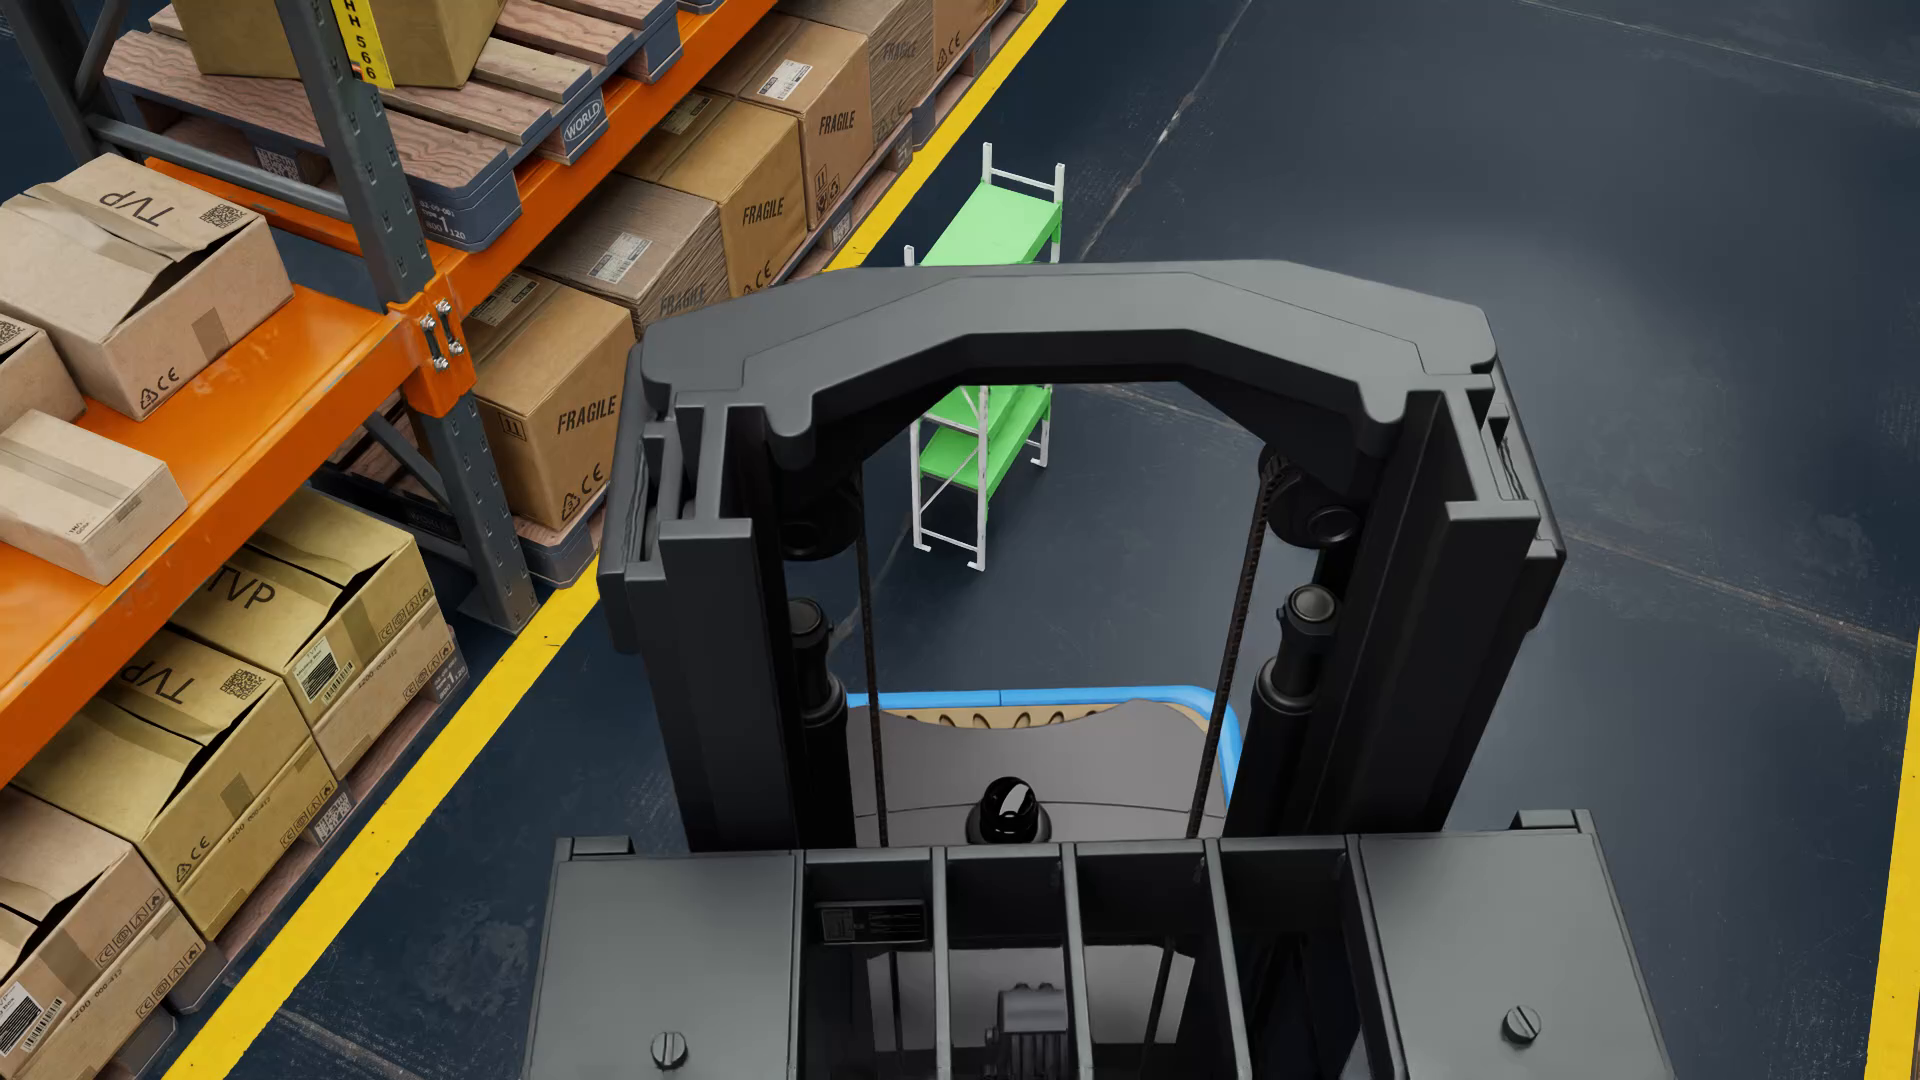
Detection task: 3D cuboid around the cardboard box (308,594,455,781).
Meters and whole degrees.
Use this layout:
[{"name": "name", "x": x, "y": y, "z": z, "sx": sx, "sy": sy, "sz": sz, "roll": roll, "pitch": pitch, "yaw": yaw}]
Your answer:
[{"name": "cardboard box", "x": -1.761, "y": 0.311, "z": 4.545, "sx": 0.500, "sy": 0.250, "sz": 0.500, "roll": 21, "pitch": 53, "yaw": 17}]

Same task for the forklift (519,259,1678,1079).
[{"name": "forklift", "x": 0.131, "y": 1.192, "z": 2.311, "sx": 1.130, "sy": 2.935, "sz": 3.031, "roll": -1, "pitch": 50, "yaw": -1}]

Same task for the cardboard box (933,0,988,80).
[{"name": "cardboard box", "x": -0.218, "y": -2.201, "z": 6.506, "sx": 0.500, "sy": 0.500, "sz": 0.500, "roll": 20, "pitch": 52, "yaw": 16}]

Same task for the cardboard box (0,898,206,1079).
[{"name": "cardboard box", "x": -2.195, "y": 1.013, "z": 3.948, "sx": 0.500, "sy": 0.250, "sz": 0.500, "roll": 21, "pitch": 53, "yaw": 17}]

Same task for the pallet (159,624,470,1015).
[{"name": "pallet", "x": -2.143, "y": 0.573, "z": 4.624, "sx": 1.003, "sy": 0.211, "sz": 1.213, "roll": 20, "pitch": 52, "yaw": 16}]

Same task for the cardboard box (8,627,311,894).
[{"name": "cardboard box", "x": -1.974, "y": 0.489, "z": 4.026, "sx": 0.500, "sy": 0.311, "sz": 0.500, "roll": 19, "pitch": 52, "yaw": 16}]

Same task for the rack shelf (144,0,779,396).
[{"name": "rack shelf", "x": -0.902, "y": -2.029, "z": 5.480, "sx": 1.077, "sy": 0.370, "sz": 4.000, "roll": 20, "pitch": 52, "yaw": 16}]

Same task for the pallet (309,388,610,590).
[{"name": "pallet", "x": -1.403, "y": -0.483, "z": 5.523, "sx": 1.003, "sy": 0.211, "sz": 1.213, "roll": 20, "pitch": 52, "yaw": 16}]

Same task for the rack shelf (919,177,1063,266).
[{"name": "rack shelf", "x": 0.071, "y": -0.772, "z": 4.573, "sx": 0.258, "sy": 0.148, "sz": 0.480, "roll": 20, "pitch": 52, "yaw": 16}]

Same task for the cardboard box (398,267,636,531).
[{"name": "cardboard box", "x": -1.303, "y": -0.438, "z": 5.006, "sx": 0.500, "sy": 0.500, "sz": 0.500, "roll": 22, "pitch": 53, "yaw": 18}]

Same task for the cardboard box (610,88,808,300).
[{"name": "cardboard box", "x": -0.866, "y": -1.144, "z": 5.606, "sx": 0.500, "sy": 0.500, "sz": 0.500, "roll": 19, "pitch": 52, "yaw": 16}]

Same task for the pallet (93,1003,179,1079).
[{"name": "pallet", "x": -2.666, "y": 1.410, "z": 3.912, "sx": 1.003, "sy": 0.211, "sz": 1.213, "roll": 20, "pitch": 52, "yaw": 16}]

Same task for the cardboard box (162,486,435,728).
[{"name": "cardboard box", "x": -1.757, "y": 0.129, "z": 4.332, "sx": 0.500, "sy": 0.311, "sz": 0.500, "roll": 21, "pitch": 53, "yaw": 17}]

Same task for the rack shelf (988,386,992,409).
[{"name": "rack shelf", "x": 0.071, "y": -0.617, "z": 4.756, "sx": 0.258, "sy": 0.148, "sz": 0.480, "roll": 20, "pitch": 52, "yaw": 16}]

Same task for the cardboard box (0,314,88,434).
[{"name": "cardboard box", "x": -2.314, "y": -0.303, "z": 3.597, "sx": 0.500, "sy": 0.311, "sz": 0.500, "roll": 19, "pitch": 52, "yaw": 16}]

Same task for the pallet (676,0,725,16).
[{"name": "pallet", "x": -0.930, "y": -2.164, "z": 5.248, "sx": 1.003, "sy": 0.211, "sz": 1.213, "roll": 20, "pitch": 52, "yaw": 16}]

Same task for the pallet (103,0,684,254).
[{"name": "pallet", "x": -1.530, "y": -1.313, "z": 4.523, "sx": 1.213, "sy": 0.211, "sz": 1.003, "roll": 20, "pitch": 52, "yaw": 16}]

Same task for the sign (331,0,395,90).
[{"name": "sign", "x": -1.253, "y": -1.082, "z": 3.441, "sx": 0.100, "sy": 0.325, "sz": 0.005, "roll": 20, "pitch": 52, "yaw": 16}]

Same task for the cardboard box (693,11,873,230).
[{"name": "cardboard box", "x": -0.648, "y": -1.505, "z": 5.914, "sx": 0.500, "sy": 0.500, "sz": 0.500, "roll": 18, "pitch": 52, "yaw": 15}]

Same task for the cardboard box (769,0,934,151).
[{"name": "cardboard box", "x": -0.433, "y": -1.856, "z": 6.212, "sx": 0.500, "sy": 0.500, "sz": 0.500, "roll": 20, "pitch": 53, "yaw": 17}]

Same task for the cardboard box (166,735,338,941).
[{"name": "cardboard box", "x": -1.978, "y": 0.668, "z": 4.242, "sx": 0.500, "sy": 0.250, "sz": 0.500, "roll": 19, "pitch": 52, "yaw": 16}]

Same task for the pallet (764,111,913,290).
[{"name": "pallet", "x": -0.881, "y": -1.320, "z": 6.235, "sx": 1.003, "sy": 0.211, "sz": 1.213, "roll": 20, "pitch": 52, "yaw": 16}]

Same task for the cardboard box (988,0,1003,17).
[{"name": "cardboard box", "x": 0.001, "y": -2.539, "z": 6.793, "sx": 0.500, "sy": 0.500, "sz": 0.500, "roll": 20, "pitch": 52, "yaw": 16}]

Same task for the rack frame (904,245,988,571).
[{"name": "rack frame", "x": -0.034, "y": -0.335, "z": 4.747, "sx": 0.240, "sy": 1.200, "sz": 0.015, "roll": 20, "pitch": 52, "yaw": 16}]

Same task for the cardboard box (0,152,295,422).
[{"name": "cardboard box", "x": -1.951, "y": -0.620, "z": 3.867, "sx": 0.500, "sy": 0.311, "sz": 0.500, "roll": 23, "pitch": 53, "yaw": 18}]

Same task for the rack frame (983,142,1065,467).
[{"name": "rack frame", "x": 0.175, "y": -0.671, "z": 5.033, "sx": 0.240, "sy": 1.200, "sz": 0.015, "roll": 20, "pitch": 52, "yaw": 16}]

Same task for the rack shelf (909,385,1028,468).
[{"name": "rack shelf", "x": 0.071, "y": -0.461, "z": 4.939, "sx": 0.258, "sy": 0.148, "sz": 0.480, "roll": 20, "pitch": 52, "yaw": 16}]

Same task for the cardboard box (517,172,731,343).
[{"name": "cardboard box", "x": -1.085, "y": -0.800, "z": 5.314, "sx": 0.500, "sy": 0.500, "sz": 0.500, "roll": 18, "pitch": 52, "yaw": 15}]

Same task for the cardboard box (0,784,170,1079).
[{"name": "cardboard box", "x": -2.192, "y": 0.836, "z": 3.731, "sx": 0.500, "sy": 0.311, "sz": 0.500, "roll": 19, "pitch": 52, "yaw": 16}]

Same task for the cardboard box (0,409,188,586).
[{"name": "cardboard box", "x": -1.891, "y": -0.095, "z": 3.526, "sx": 0.380, "sy": 0.149, "sz": 0.250, "roll": 20, "pitch": 52, "yaw": 16}]

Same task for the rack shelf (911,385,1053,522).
[{"name": "rack shelf", "x": 0.071, "y": -0.306, "z": 5.121, "sx": 0.258, "sy": 0.148, "sz": 0.480, "roll": 20, "pitch": 52, "yaw": 16}]

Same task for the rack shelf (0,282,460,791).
[{"name": "rack shelf", "x": -2.611, "y": 0.725, "z": 3.136, "sx": 1.077, "sy": 0.370, "sz": 4.000, "roll": 20, "pitch": 52, "yaw": 16}]

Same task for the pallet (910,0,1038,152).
[{"name": "pallet", "x": -0.361, "y": -2.163, "z": 6.952, "sx": 1.003, "sy": 0.211, "sz": 1.213, "roll": 20, "pitch": 52, "yaw": 16}]

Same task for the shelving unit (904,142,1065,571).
[{"name": "shelving unit", "x": 0.071, "y": -0.503, "z": 4.890, "sx": 0.258, "sy": 1.200, "sz": 0.503, "roll": 20, "pitch": 52, "yaw": 16}]

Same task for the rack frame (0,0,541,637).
[{"name": "rack frame", "x": -1.756, "y": -0.885, "z": 4.034, "sx": 1.000, "sy": 3.000, "sz": 0.127, "roll": 20, "pitch": 52, "yaw": 16}]

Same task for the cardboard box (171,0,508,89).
[{"name": "cardboard box", "x": -1.589, "y": -1.524, "z": 4.236, "sx": 0.700, "sy": 0.500, "sz": 0.500, "roll": 4, "pitch": 50, "yaw": 4}]
